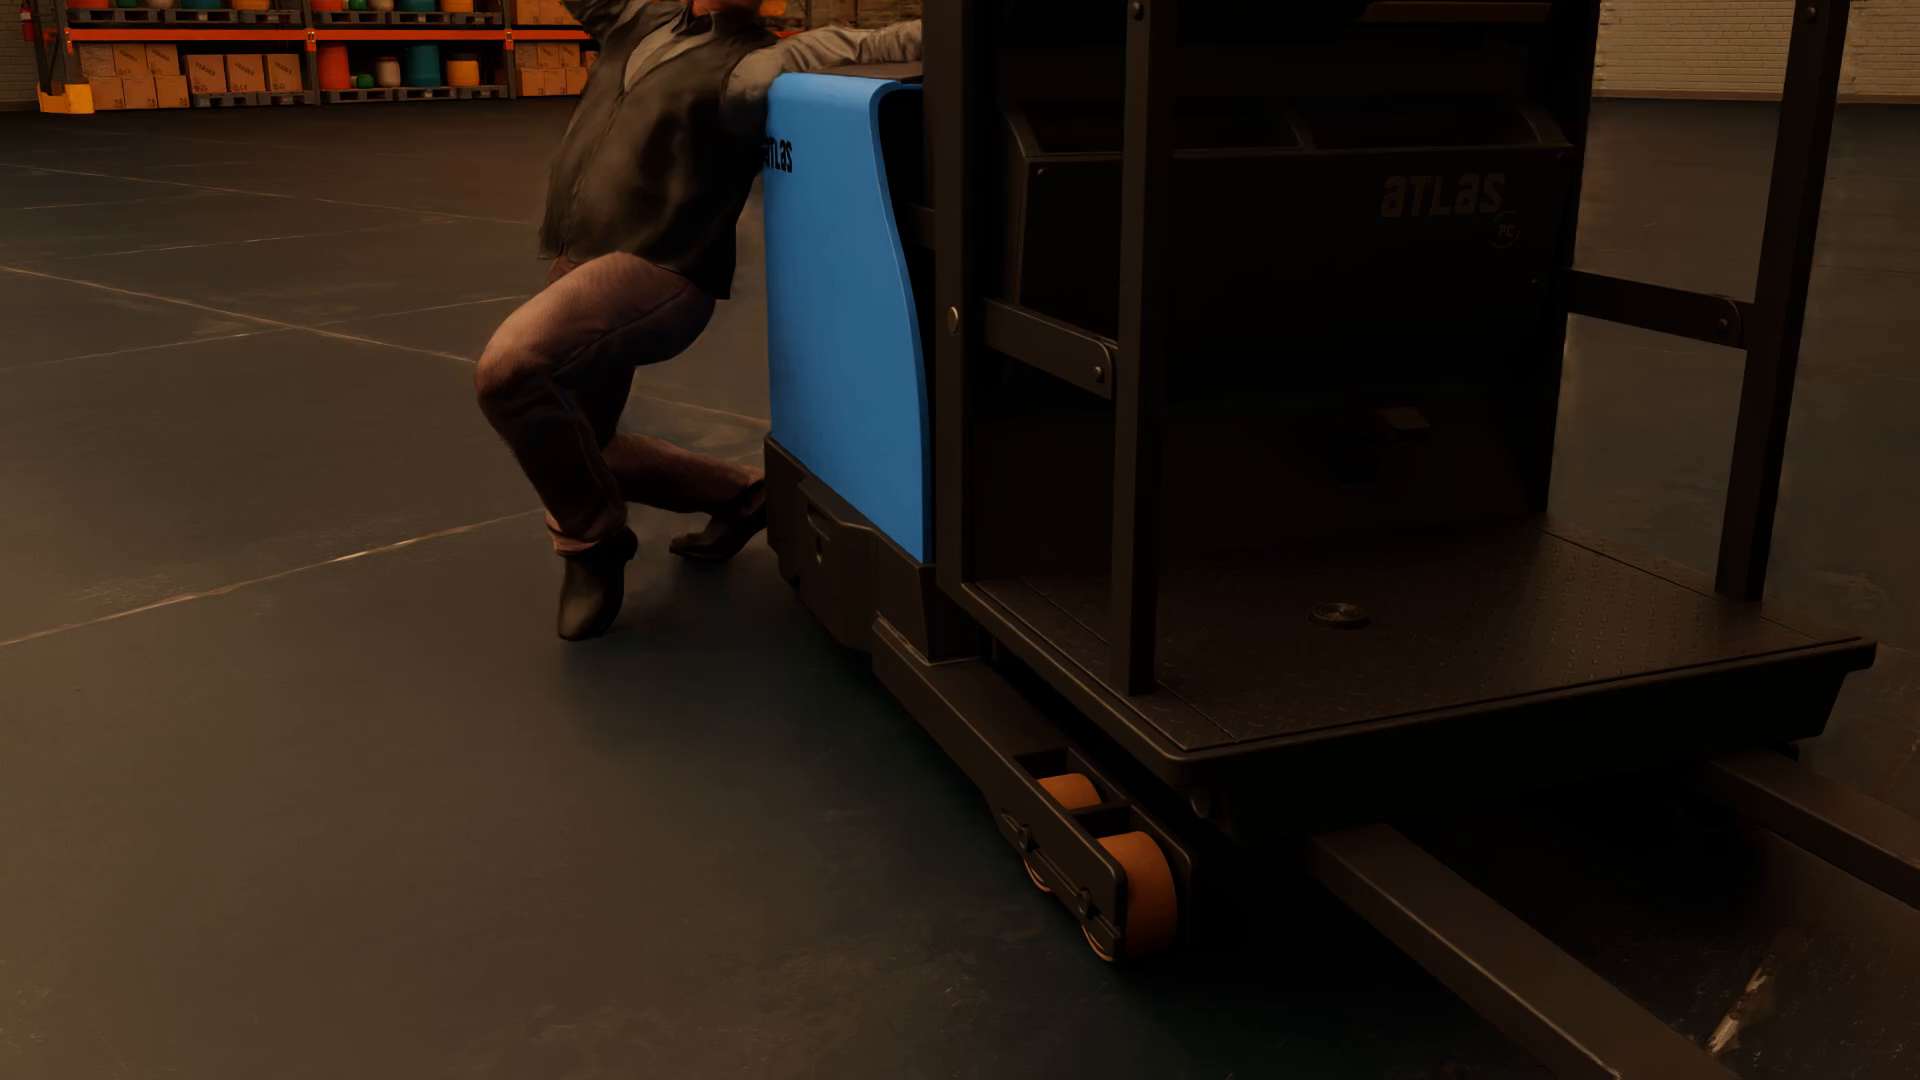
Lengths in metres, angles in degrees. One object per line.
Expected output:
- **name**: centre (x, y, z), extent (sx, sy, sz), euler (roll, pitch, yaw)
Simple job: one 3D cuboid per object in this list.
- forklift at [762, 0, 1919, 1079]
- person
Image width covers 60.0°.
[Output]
- **forklift**: centre (0.578, -0.995, 2.173), extent (1.130, 2.935, 3.031), euler (-6, 18, -20)
- **person**: centre (-0.498, -0.560, 3.220), extent (1.065, 1.551, 0.873), euler (16, 23, 42)
